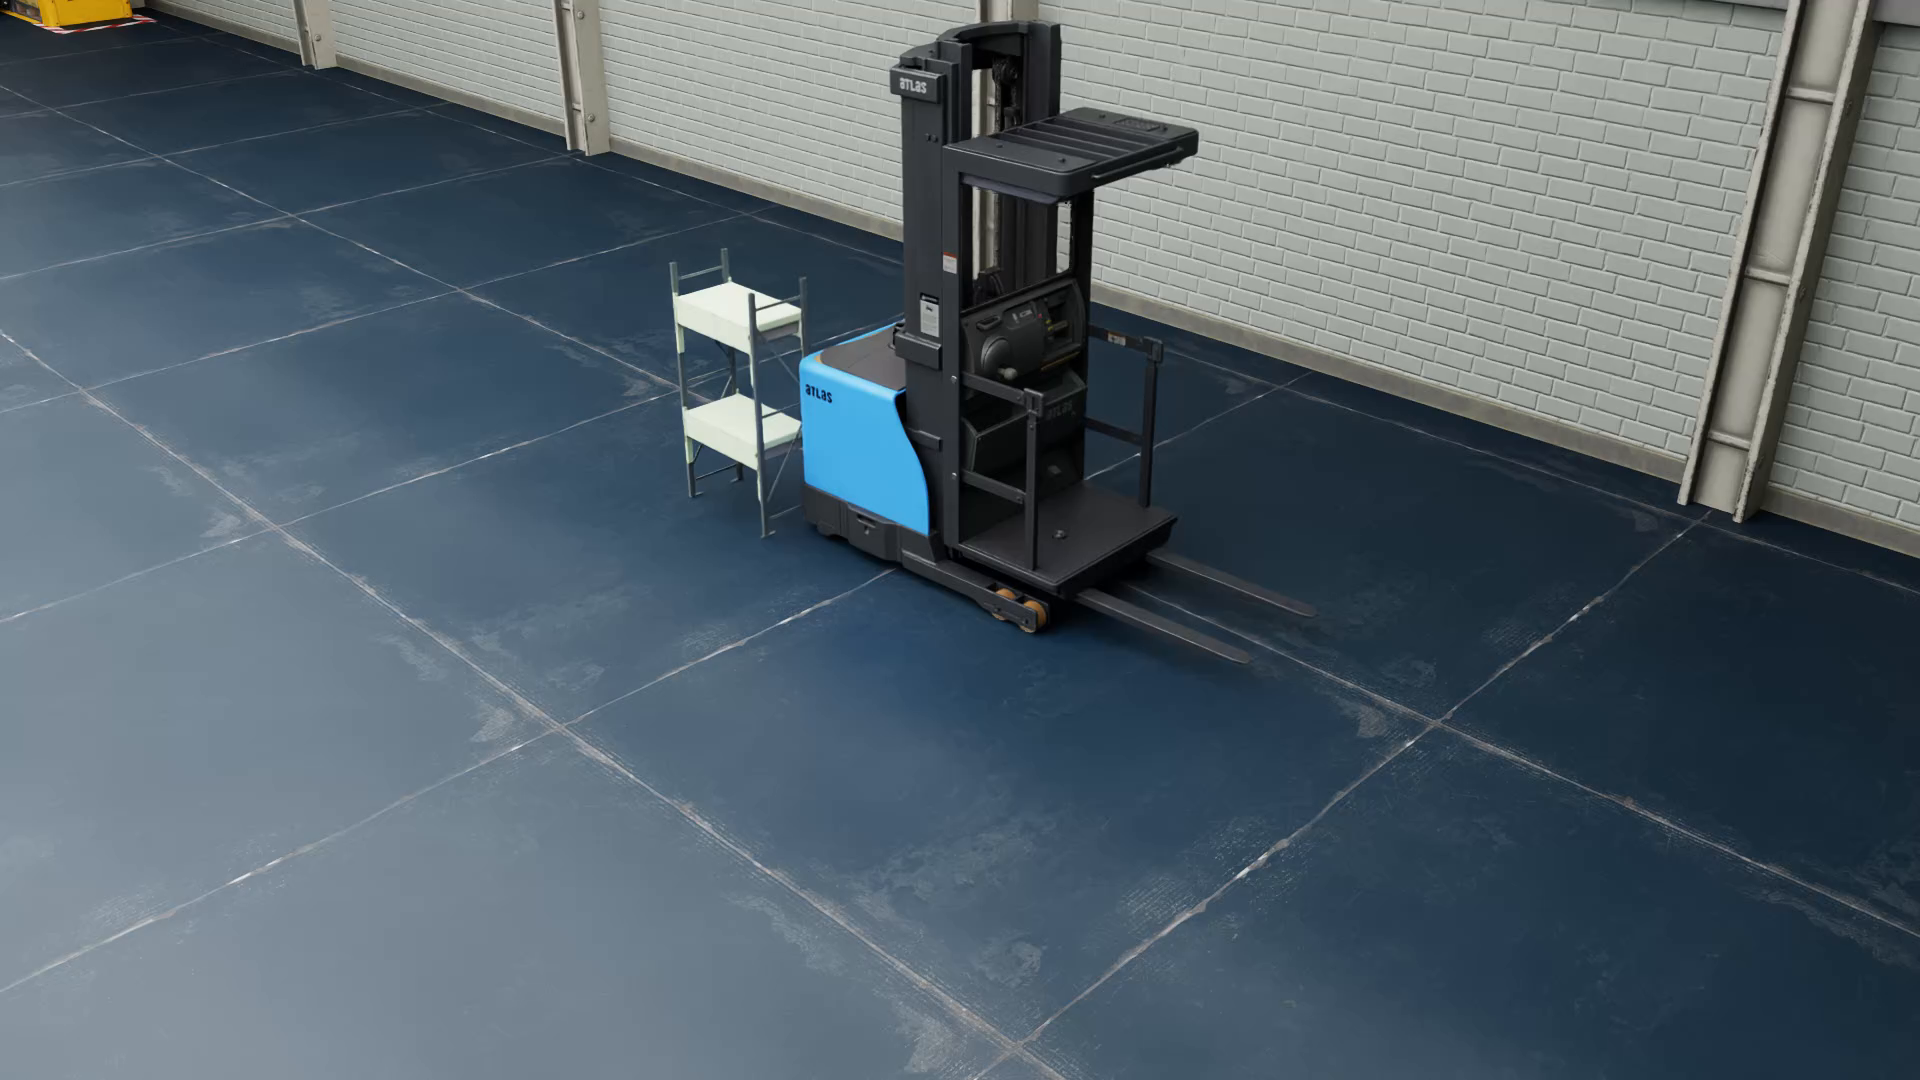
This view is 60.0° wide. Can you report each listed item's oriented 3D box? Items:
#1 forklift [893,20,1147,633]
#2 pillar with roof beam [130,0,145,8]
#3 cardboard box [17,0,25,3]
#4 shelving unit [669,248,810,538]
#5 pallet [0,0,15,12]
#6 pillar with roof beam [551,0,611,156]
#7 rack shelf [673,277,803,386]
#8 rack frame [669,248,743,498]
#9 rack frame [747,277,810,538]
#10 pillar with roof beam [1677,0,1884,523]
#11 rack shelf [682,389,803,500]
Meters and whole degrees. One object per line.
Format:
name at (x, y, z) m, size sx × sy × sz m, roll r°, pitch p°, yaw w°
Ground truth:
forklift at (0.501, -1.080, 8.655) m, size 3.031 × 2.935 × 1.121 m, roll 23°, pitch 35°, yaw 36°
pillar with roof beam at (-15.493, -10.600, 20.241) m, size 0.400 × 9.000 × 9.100 m, roll 25°, pitch 36°, yaw 38°
cardboard box at (-15.544, -10.533, 25.732) m, size 1.068 × 3.350 × 6.811 m, roll -25°, pitch 37°, yaw -39°
shelving unit at (-1.265, -0.868, 9.789) m, size 0.431 × 1.500 × 0.755 m, roll -24°, pitch 36°, yaw -38°
pallet at (-14.051, -8.247, 25.207) m, size 1.213 × 0.211 × 1.003 m, roll 25°, pitch 36°, yaw 38°
pillar with roof beam at (-6.936, -6.685, 12.794) m, size 0.400 × 9.000 × 9.100 m, roll 25°, pitch 36°, yaw 38°
rack shelf at (-1.265, -1.213, 9.607) m, size 0.431 × 0.370 × 0.720 m, roll -24°, pitch 36°, yaw -38°
rack frame at (-1.519, -0.991, 10.022) m, size 0.400 × 1.500 × 0.023 m, roll -24°, pitch 36°, yaw -38°
rack frame at (-1.011, -0.745, 9.556) m, size 0.400 × 1.500 × 0.023 m, roll -24°, pitch 36°, yaw -38°
pillar with roof beam at (1.621, -2.770, 5.348) m, size 0.400 × 9.000 × 9.100 m, roll 25°, pitch 36°, yaw 38°
rack shelf at (-1.265, -0.579, 9.941) m, size 0.431 × 0.370 × 0.720 m, roll -24°, pitch 36°, yaw -38°
